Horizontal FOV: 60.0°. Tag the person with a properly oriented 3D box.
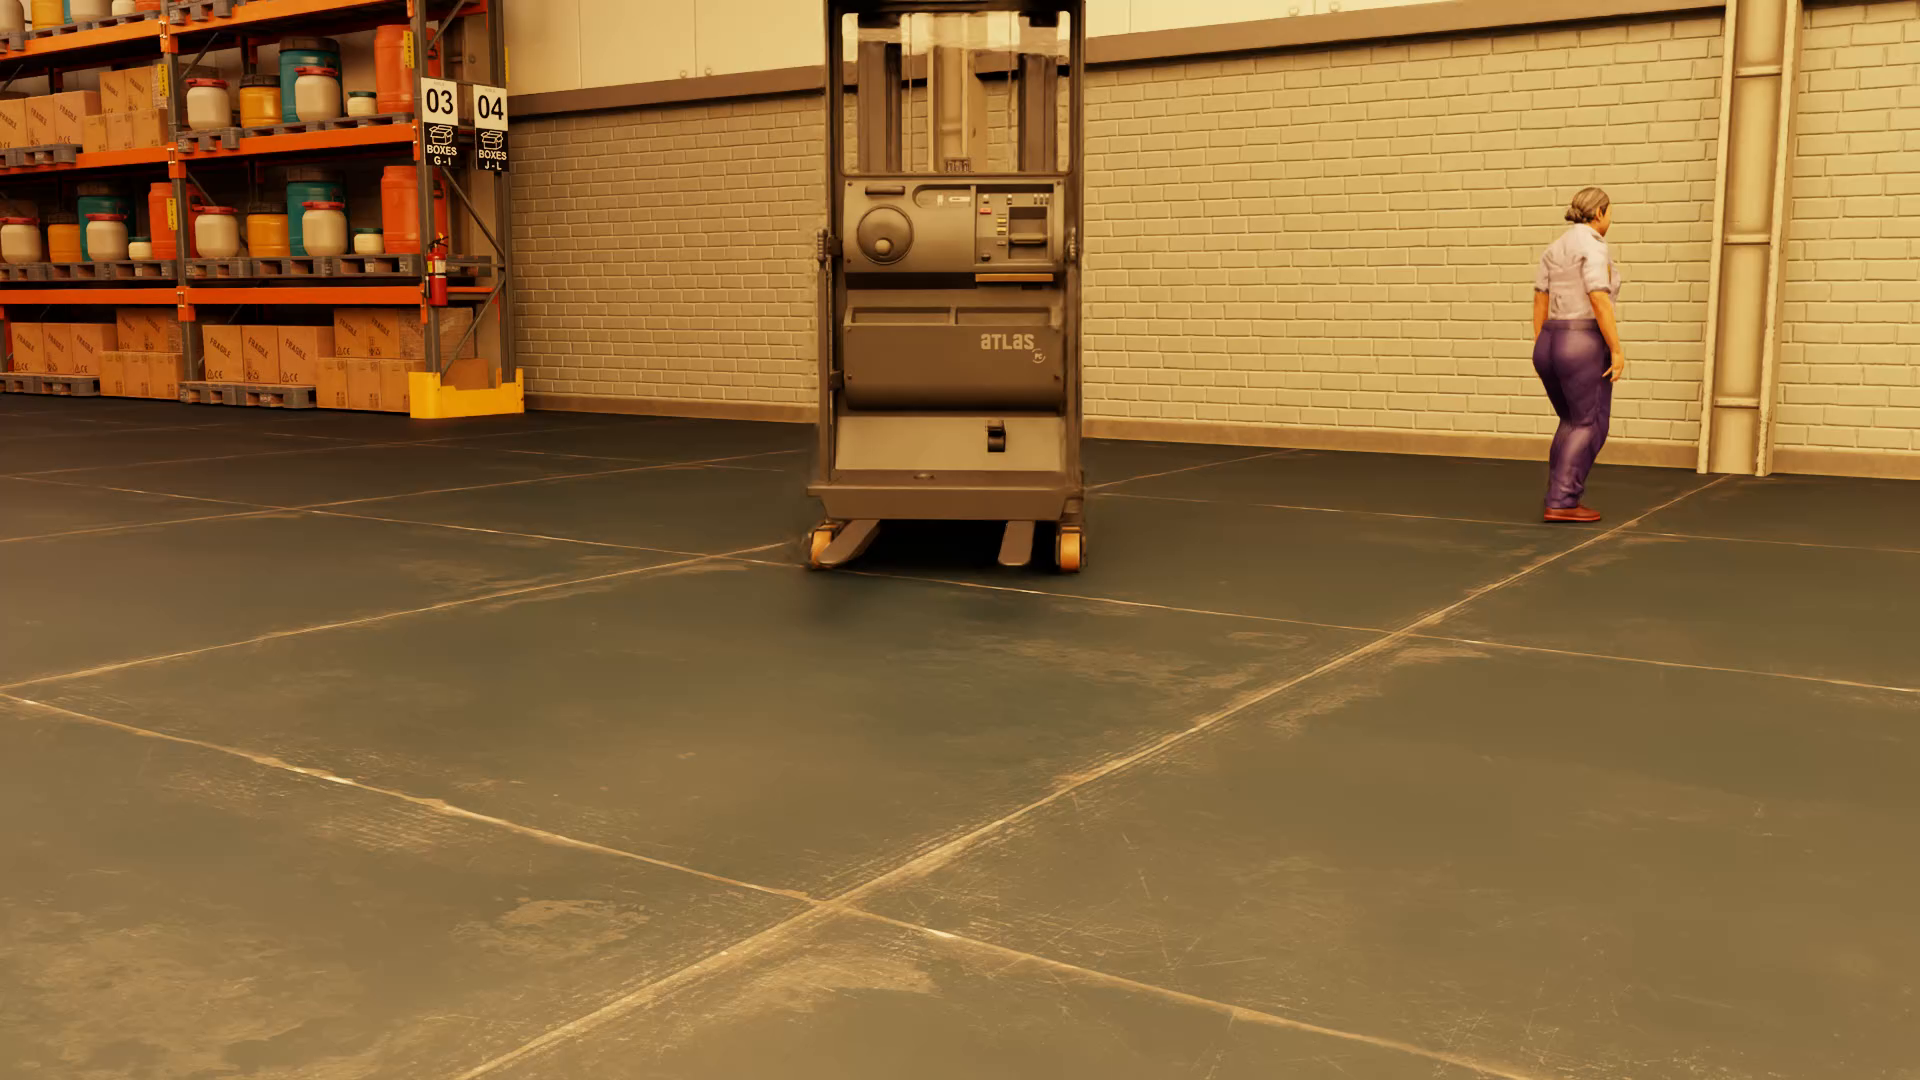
[{"bbox_3d":[3.104,-0.902,8.279,0.492,1.678,0.581,-2,8,-12],"label":"person"}]

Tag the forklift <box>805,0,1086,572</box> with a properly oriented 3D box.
[{"bbox_3d":[-0.037,-1.365,6.794,1.130,2.935,3.031,0,8,3],"label":"forklift"}]
